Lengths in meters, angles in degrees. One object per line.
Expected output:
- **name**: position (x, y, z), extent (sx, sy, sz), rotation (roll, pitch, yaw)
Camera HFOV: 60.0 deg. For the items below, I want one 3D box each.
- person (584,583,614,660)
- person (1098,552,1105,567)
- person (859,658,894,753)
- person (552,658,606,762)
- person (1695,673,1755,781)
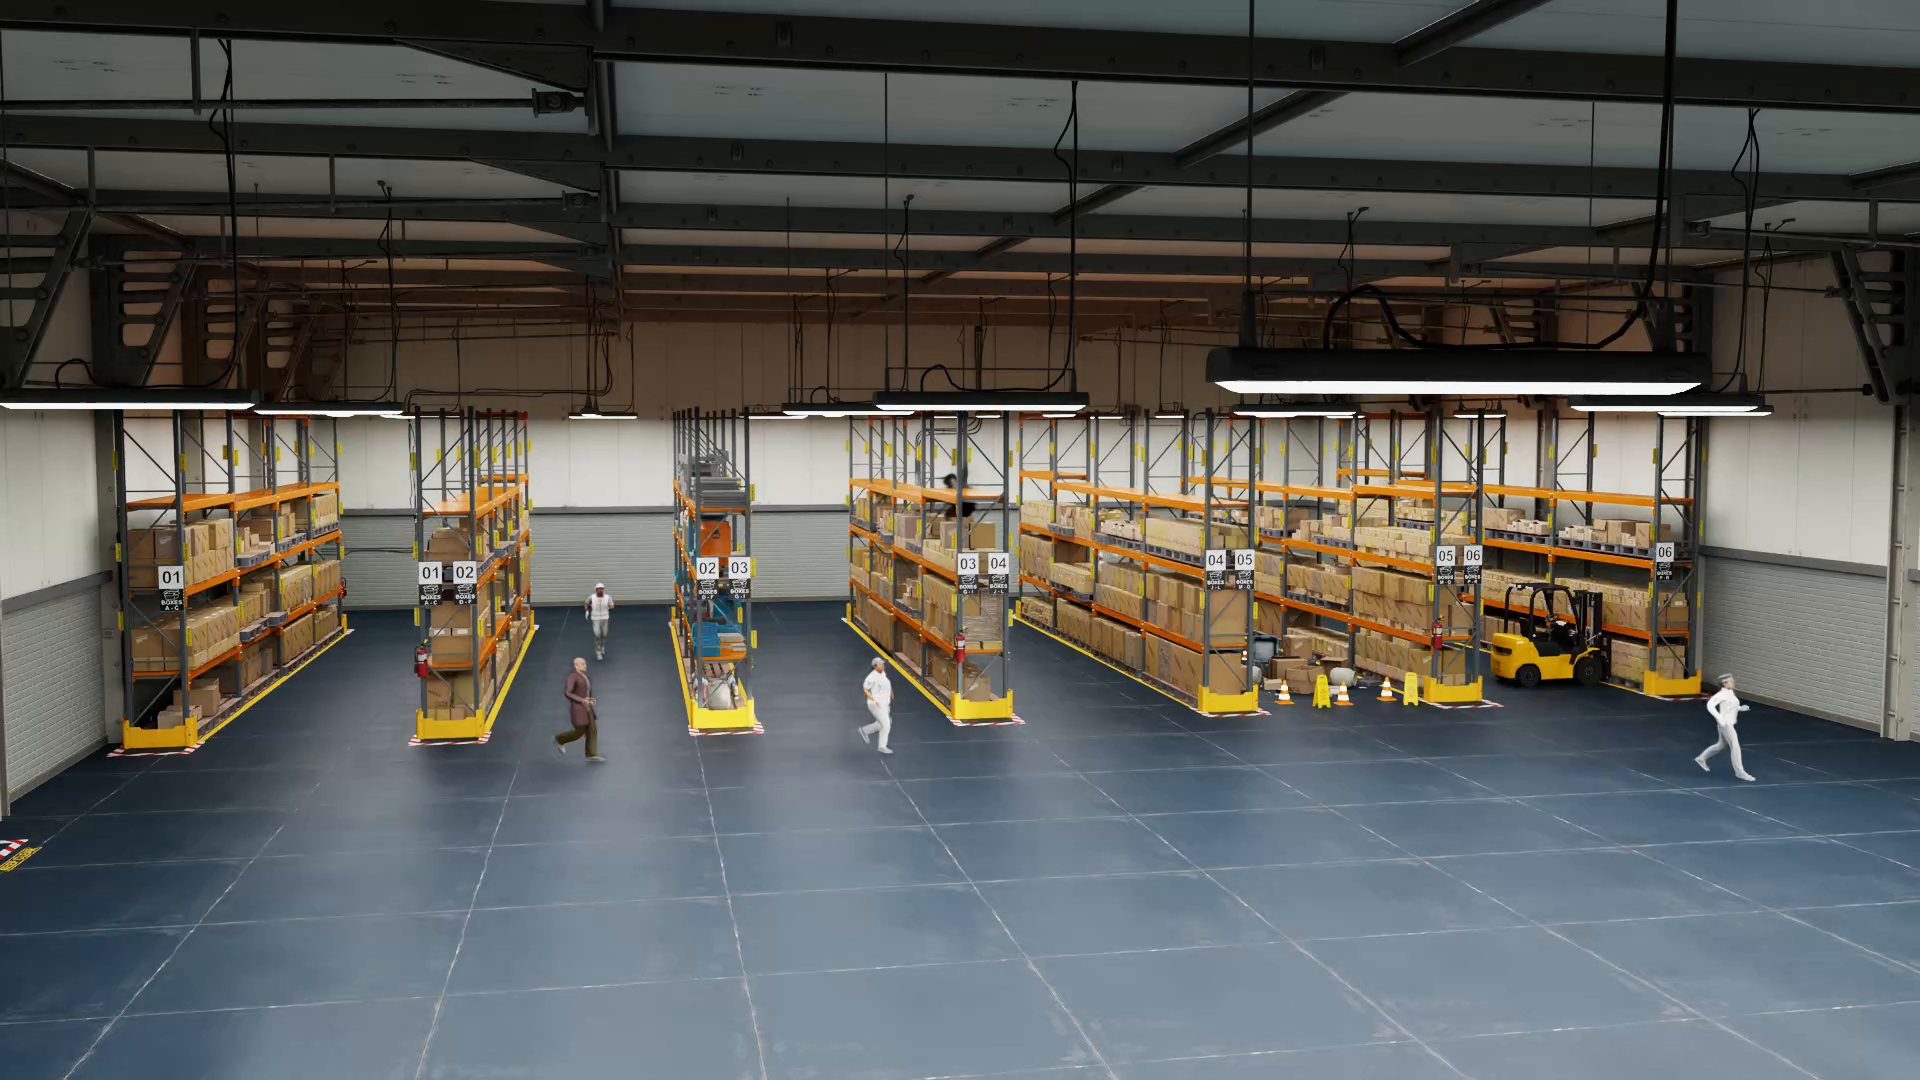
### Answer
- **person**: position (-8.713, 1.950, 40.268), extent (0.671, 1.818, 0.897), rotation (-2, 4, -23)
- **person**: position (4.264, 1.260, 50.412), extent (0.888, 1.812, 0.662), rotation (0, 4, -6)
- **person**: position (-1.461, 2.868, 28.938), extent (0.677, 1.639, 0.607), rotation (2, 4, 25)
- **person**: position (-6.375, 2.854, 27.980), extent (0.883, 1.759, 0.721), rotation (1, 4, 17)
- **person**: position (12.275, 2.959, 26.629), extent (0.918, 1.684, 0.610), rotation (3, 5, 37)
